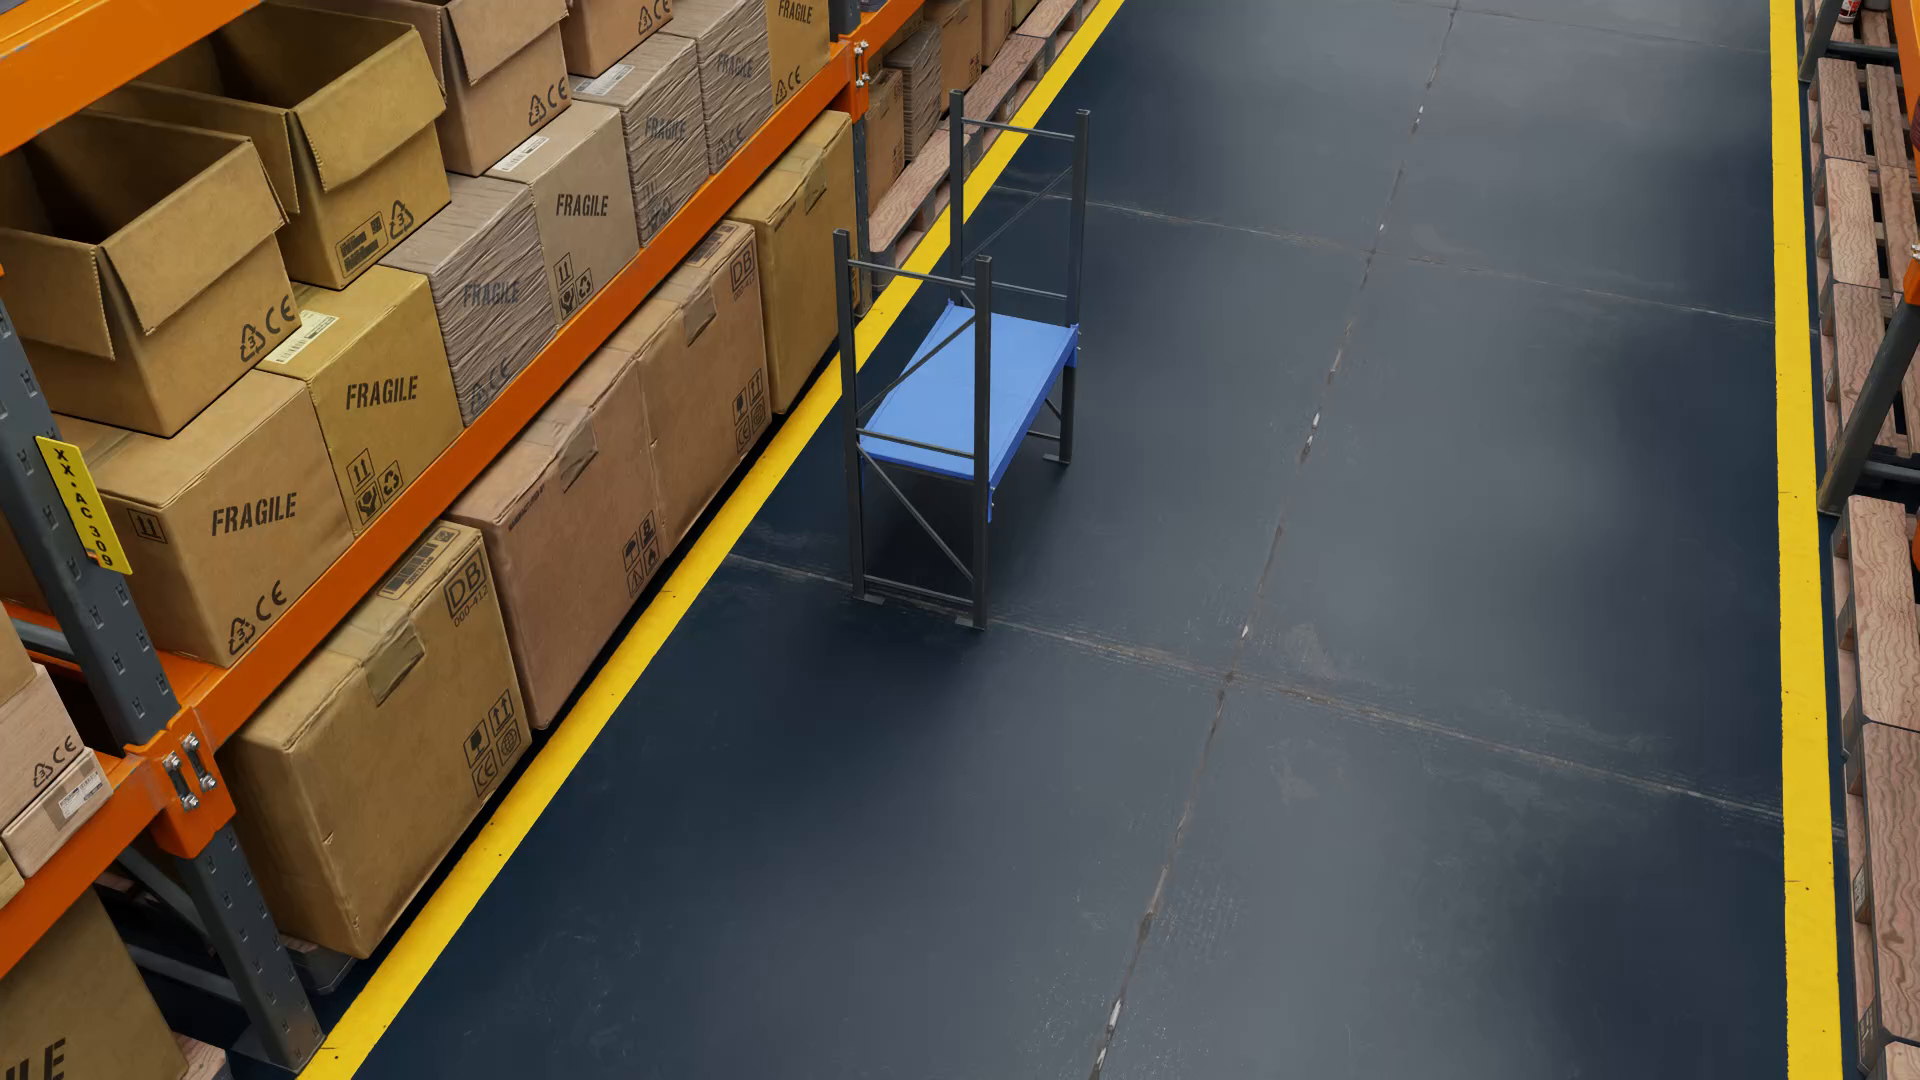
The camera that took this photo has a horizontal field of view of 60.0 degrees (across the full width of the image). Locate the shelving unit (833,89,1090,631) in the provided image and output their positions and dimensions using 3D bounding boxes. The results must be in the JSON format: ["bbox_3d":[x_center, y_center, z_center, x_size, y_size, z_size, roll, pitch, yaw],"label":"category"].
[{"bbox_3d":[0.029,-0.623,5.824,0.538,1.500,1.048,13,42,15],"label":"shelving unit"}]

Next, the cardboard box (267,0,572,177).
[{"bbox_3d":[-1.597,-1.437,4.773,0.797,0.503,0.637,15,43,16],"label":"cardboard box"}]

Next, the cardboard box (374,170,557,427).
[{"bbox_3d":[-1.516,-0.702,4.685,0.500,0.500,0.500,12,42,14],"label":"cardboard box"}]

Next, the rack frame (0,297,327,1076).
[{"bbox_3d":[-2.251,0.173,3.736,1.000,3.000,0.127,13,42,15],"label":"rack frame"}]

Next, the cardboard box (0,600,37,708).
[{"bbox_3d":[-2.157,0.171,3.047,0.500,0.500,0.500,14,43,16],"label":"cardboard box"}]

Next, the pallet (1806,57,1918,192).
[{"bbox_3d":[4.907,-2.059,8.501,1.003,0.211,1.213,13,42,15],"label":"pallet"}]

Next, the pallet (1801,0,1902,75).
[{"bbox_3d":[5.408,-2.947,9.541,1.003,0.211,1.213,13,42,15],"label":"pallet"}]

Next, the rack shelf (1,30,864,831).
[{"bbox_3d":[-1.567,-0.773,5.400,1.077,0.370,4.000,13,42,15],"label":"rack shelf"}]

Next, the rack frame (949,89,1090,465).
[{"bbox_3d":[0.203,-0.933,6.188,0.500,1.500,0.032,13,42,15],"label":"rack frame"}]

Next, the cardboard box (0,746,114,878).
[{"bbox_3d":[-2.048,0.527,3.515,0.380,0.149,0.250,14,42,15],"label":"cardboard box"}]

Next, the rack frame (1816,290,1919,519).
[{"bbox_3d":[3.771,-1.168,5.308,1.000,3.000,0.127,13,42,15],"label":"rack frame"}]

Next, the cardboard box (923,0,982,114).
[{"bbox_3d":[-0.308,-2.585,8.556,0.700,0.500,0.500,17,43,19],"label":"cardboard box"}]

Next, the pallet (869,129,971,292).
[{"bbox_3d":[-0.615,-1.682,8.059,1.003,0.211,1.213,13,42,15],"label":"pallet"}]

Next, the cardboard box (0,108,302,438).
[{"bbox_3d":[-2.040,-0.638,3.837,0.797,0.503,0.637,12,42,14],"label":"cardboard box"}]

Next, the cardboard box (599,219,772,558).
[{"bbox_3d":[-1.451,-0.660,6.026,1.225,0.875,0.875,13,42,15],"label":"cardboard box"}]

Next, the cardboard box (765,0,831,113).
[{"bbox_3d":[-0.819,-1.949,6.146,0.500,0.500,0.500,15,43,16],"label":"cardboard box"}]

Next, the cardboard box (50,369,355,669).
[{"bbox_3d":[-1.859,-0.090,3.968,0.500,0.500,0.500,13,42,15],"label":"cardboard box"}]

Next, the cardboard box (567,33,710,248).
[{"bbox_3d":[-1.170,-1.329,5.419,0.500,0.500,0.500,12,42,14],"label":"cardboard box"}]

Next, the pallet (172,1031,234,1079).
[{"bbox_3d":[-2.585,1.680,4.118,1.003,0.211,1.213,13,42,15],"label":"pallet"}]

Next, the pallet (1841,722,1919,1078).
[{"bbox_3d":[3.122,1.125,4.769,1.003,0.211,1.213,13,42,15],"label":"pallet"}]

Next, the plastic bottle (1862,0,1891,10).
[{"bbox_3d":[5.224,-3.192,9.382,0.144,0.351,0.185,13,42,15],"label":"plastic bottle"}]

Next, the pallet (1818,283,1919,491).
[{"bbox_3d":[4.072,-0.571,6.756,1.003,0.211,1.213,13,42,15],"label":"pallet"}]

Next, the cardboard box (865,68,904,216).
[{"bbox_3d":[-0.673,-1.896,7.749,0.700,0.500,0.500,11,42,13],"label":"cardboard box"}]

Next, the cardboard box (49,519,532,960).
[{"bbox_3d":[-2.051,0.426,4.753,1.225,0.875,0.875,13,42,15],"label":"cardboard box"}]

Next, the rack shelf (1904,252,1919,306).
[{"bbox_3d":[3.087,0.326,4.111,1.077,0.370,4.000,13,42,15],"label":"rack shelf"}]

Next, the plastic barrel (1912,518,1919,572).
[{"bbox_3d":[3.620,-0.200,5.521,0.600,0.830,0.708,13,42,15],"label":"plastic barrel"}]

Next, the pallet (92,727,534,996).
[{"bbox_3d":[-2.058,0.746,5.213,1.003,0.211,1.213,13,42,15],"label":"pallet"}]

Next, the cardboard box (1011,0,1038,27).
[{"bbox_3d":[0.074,-3.267,9.355,0.700,0.500,0.500,13,42,15],"label":"cardboard box"}]

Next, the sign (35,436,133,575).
[{"bbox_3d":[-1.729,-0.064,3.287,0.100,0.325,0.005,13,42,15],"label":"sign"}]

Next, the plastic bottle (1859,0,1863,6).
[{"bbox_3d":[5.088,-3.224,9.419,0.144,0.351,0.185,12,42,14],"label":"plastic bottle"}]

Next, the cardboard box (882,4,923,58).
[{"bbox_3d":[-0.511,-2.510,7.890,0.500,0.250,0.500,18,44,20],"label":"cardboard box"}]
